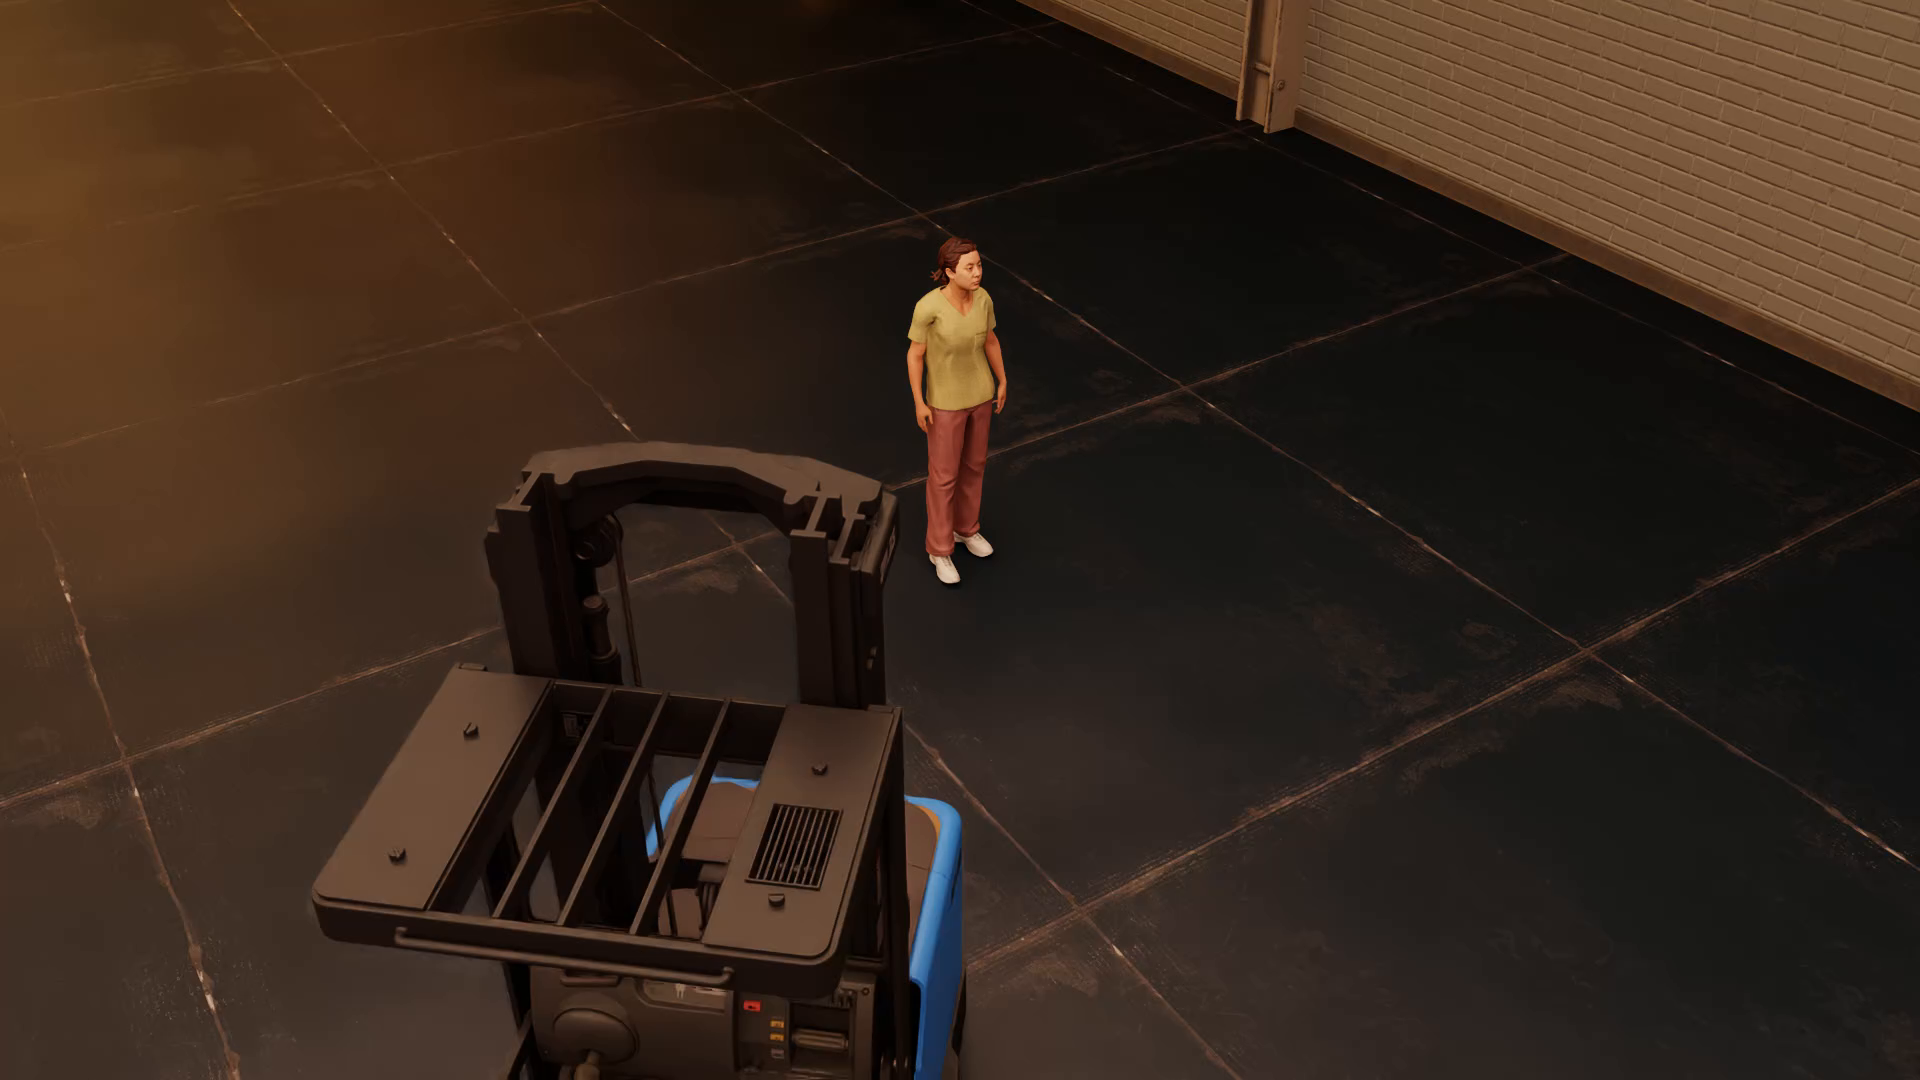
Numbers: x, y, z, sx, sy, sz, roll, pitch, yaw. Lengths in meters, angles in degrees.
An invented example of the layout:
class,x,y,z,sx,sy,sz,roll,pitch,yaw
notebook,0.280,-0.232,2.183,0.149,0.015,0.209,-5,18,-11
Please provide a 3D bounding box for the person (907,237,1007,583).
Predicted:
class,x,y,z,sx,sy,sz,roll,pitch,yaw
person,0.030,-0.649,8.158,0.553,1.666,0.549,-21,40,-27

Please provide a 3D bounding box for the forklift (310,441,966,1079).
class,x,y,z,sx,sy,sz,roll,pitch,yaw
forklift,-0.714,1.350,4.226,1.130,2.935,3.031,5,35,7
